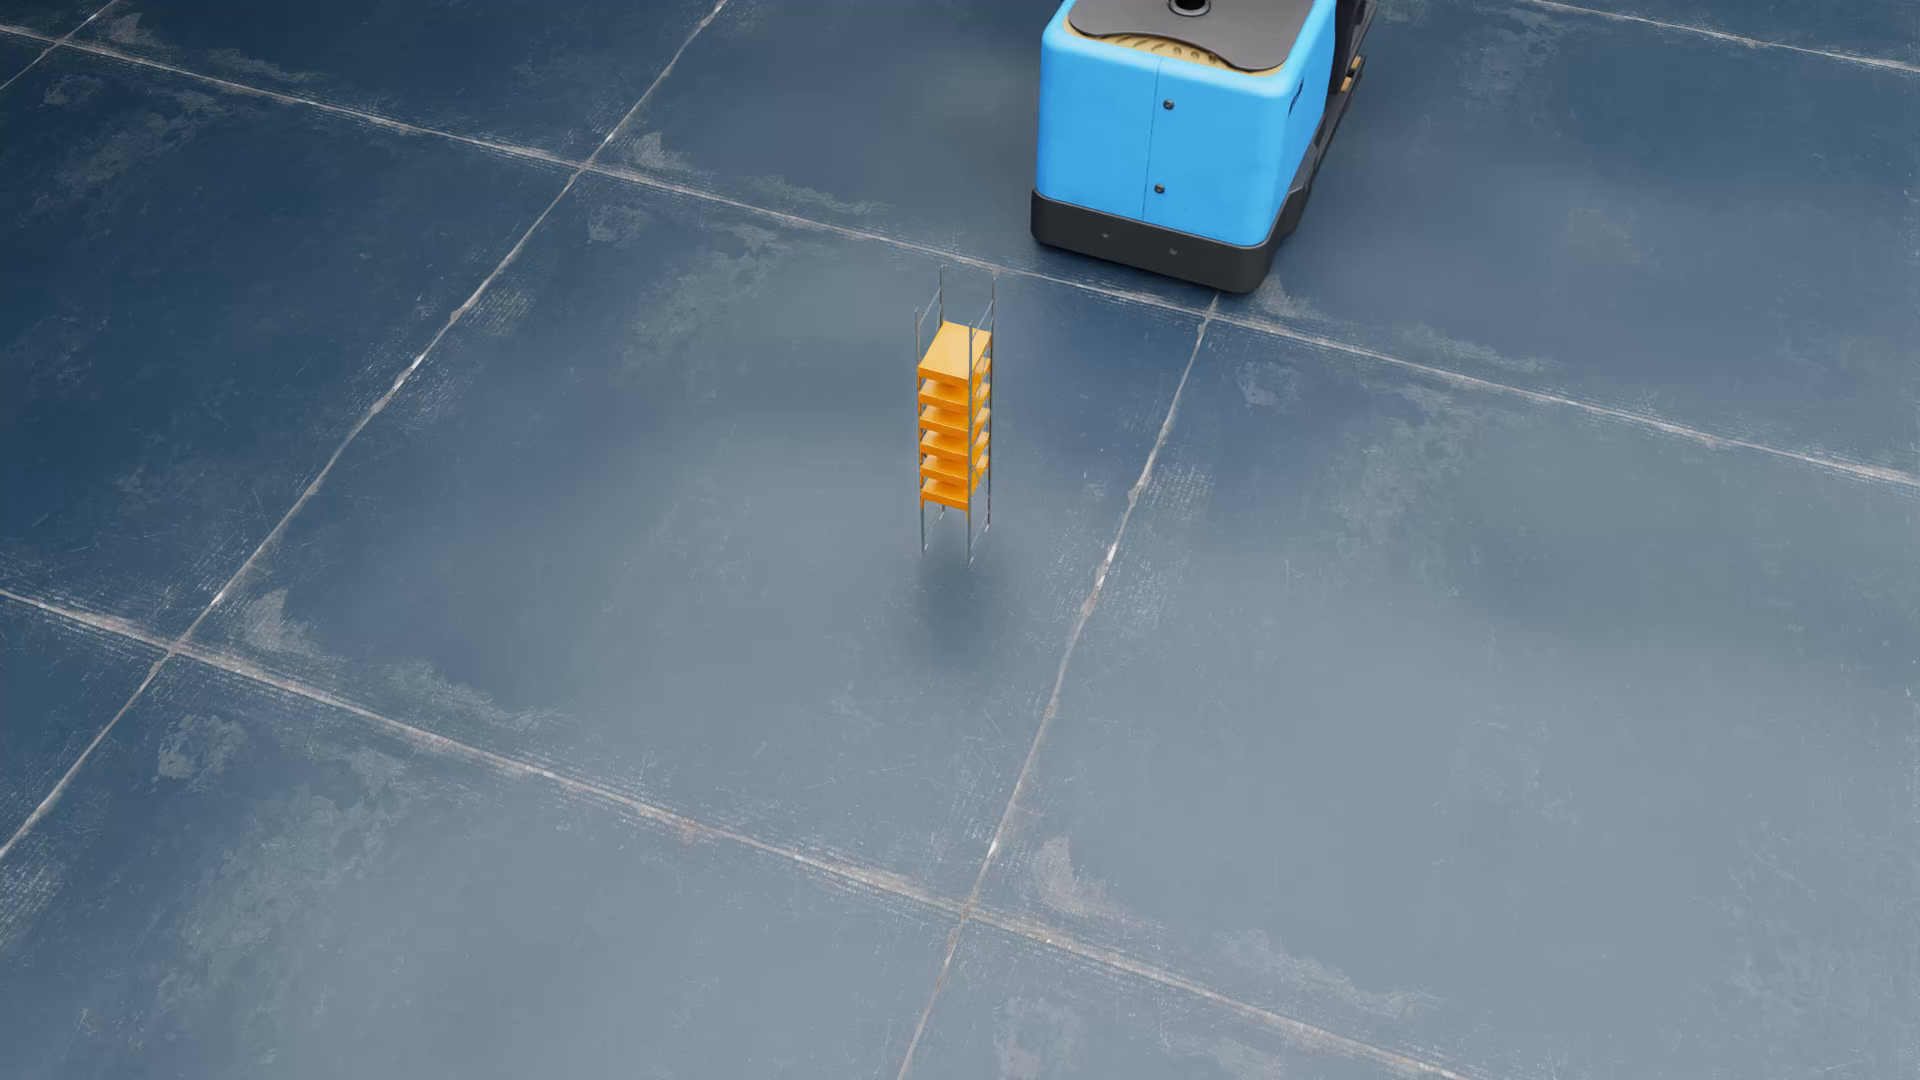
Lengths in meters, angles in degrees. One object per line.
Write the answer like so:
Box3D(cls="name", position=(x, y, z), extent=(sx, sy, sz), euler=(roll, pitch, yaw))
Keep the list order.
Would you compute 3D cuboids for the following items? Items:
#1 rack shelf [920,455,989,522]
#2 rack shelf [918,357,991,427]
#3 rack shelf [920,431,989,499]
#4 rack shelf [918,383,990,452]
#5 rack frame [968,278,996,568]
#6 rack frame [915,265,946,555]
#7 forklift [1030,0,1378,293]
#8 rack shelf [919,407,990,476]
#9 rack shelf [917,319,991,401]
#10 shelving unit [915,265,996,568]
Box3D(cls="rack shelf", position=(-0.014, -0.210, 6.015), extent=(0.180, 0.103, 0.258), euler=(16, 51, 13))
Box3D(cls="rack shelf", position=(-0.014, -0.525, 5.652), extent=(0.180, 0.103, 0.258), euler=(16, 51, 13))
Box3D(cls="rack shelf", position=(-0.014, -0.289, 5.924), extent=(0.180, 0.103, 0.258), euler=(16, 51, 13))
Box3D(cls="rack shelf", position=(-0.014, -0.446, 5.743), extent=(0.180, 0.103, 0.258), euler=(16, 51, 13))
Box3D(cls="rack frame", position=(0.072, -0.373, 5.779), extent=(0.006, 1.200, 0.240), euler=(16, 51, 13))
Box3D(cls="rack frame", position=(-0.099, -0.421, 5.821), extent=(0.006, 1.200, 0.240), euler=(16, 51, 13))
Box3D(cls="forklift", position=(1.339, -3.147, 7.038), extent=(1.130, 2.935, 3.031), euler=(17, 51, 14))
Box3D(cls="rack shelf", position=(-0.014, -0.368, 5.833), extent=(0.180, 0.103, 0.258), euler=(16, 51, 13))
Box3D(cls="rack shelf", position=(-0.014, -0.603, 5.561), extent=(0.180, 0.103, 0.258), euler=(16, 51, 13))
Box3D(cls="shelving unit", position=(-0.014, -0.397, 5.800), extent=(0.189, 1.200, 0.258), euler=(16, 51, 13))
